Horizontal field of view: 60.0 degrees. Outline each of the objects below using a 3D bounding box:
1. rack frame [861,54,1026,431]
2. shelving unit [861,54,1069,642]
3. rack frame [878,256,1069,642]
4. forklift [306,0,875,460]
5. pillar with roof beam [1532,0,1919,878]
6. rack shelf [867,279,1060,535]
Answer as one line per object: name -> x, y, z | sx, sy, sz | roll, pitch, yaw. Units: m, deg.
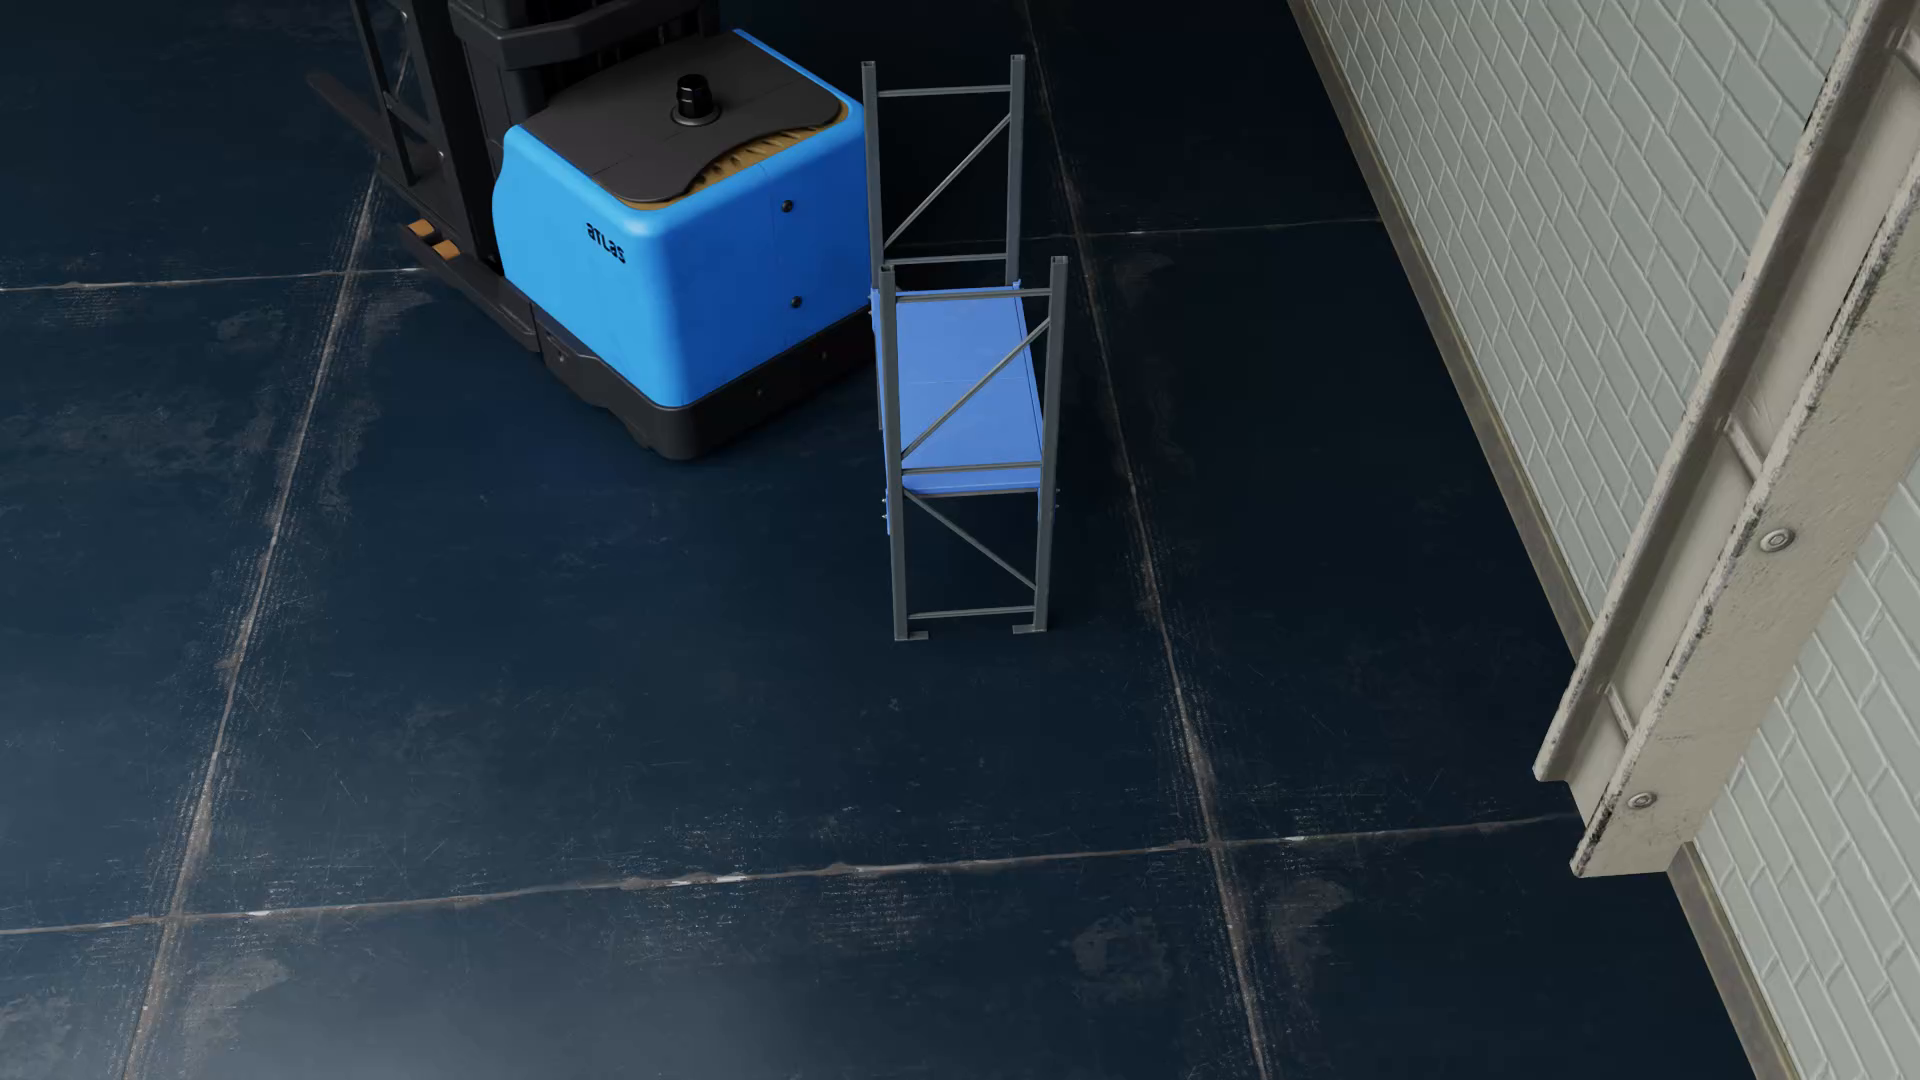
rack frame -> -0.050, -0.945, 5.612 | 0.500, 1.500, 0.032 | -3, 47, -3
shelving unit -> -0.007, -0.577, 5.264 | 0.538, 1.500, 1.048 | -3, 47, -3
rack frame -> 0.035, -0.210, 4.916 | 0.500, 1.500, 0.032 | -3, 47, -3
forklift -> -1.641, -2.276, 5.887 | 1.130, 2.935, 3.031 | -34, 55, -28
pillar with roof beam -> -2.368, -2.007, 1.452 | 9.100, 9.000, 0.400 | -3, 47, -3
rack shelf -> -0.007, -0.454, 5.395 | 0.538, 0.185, 1.000 | -3, 47, -3
